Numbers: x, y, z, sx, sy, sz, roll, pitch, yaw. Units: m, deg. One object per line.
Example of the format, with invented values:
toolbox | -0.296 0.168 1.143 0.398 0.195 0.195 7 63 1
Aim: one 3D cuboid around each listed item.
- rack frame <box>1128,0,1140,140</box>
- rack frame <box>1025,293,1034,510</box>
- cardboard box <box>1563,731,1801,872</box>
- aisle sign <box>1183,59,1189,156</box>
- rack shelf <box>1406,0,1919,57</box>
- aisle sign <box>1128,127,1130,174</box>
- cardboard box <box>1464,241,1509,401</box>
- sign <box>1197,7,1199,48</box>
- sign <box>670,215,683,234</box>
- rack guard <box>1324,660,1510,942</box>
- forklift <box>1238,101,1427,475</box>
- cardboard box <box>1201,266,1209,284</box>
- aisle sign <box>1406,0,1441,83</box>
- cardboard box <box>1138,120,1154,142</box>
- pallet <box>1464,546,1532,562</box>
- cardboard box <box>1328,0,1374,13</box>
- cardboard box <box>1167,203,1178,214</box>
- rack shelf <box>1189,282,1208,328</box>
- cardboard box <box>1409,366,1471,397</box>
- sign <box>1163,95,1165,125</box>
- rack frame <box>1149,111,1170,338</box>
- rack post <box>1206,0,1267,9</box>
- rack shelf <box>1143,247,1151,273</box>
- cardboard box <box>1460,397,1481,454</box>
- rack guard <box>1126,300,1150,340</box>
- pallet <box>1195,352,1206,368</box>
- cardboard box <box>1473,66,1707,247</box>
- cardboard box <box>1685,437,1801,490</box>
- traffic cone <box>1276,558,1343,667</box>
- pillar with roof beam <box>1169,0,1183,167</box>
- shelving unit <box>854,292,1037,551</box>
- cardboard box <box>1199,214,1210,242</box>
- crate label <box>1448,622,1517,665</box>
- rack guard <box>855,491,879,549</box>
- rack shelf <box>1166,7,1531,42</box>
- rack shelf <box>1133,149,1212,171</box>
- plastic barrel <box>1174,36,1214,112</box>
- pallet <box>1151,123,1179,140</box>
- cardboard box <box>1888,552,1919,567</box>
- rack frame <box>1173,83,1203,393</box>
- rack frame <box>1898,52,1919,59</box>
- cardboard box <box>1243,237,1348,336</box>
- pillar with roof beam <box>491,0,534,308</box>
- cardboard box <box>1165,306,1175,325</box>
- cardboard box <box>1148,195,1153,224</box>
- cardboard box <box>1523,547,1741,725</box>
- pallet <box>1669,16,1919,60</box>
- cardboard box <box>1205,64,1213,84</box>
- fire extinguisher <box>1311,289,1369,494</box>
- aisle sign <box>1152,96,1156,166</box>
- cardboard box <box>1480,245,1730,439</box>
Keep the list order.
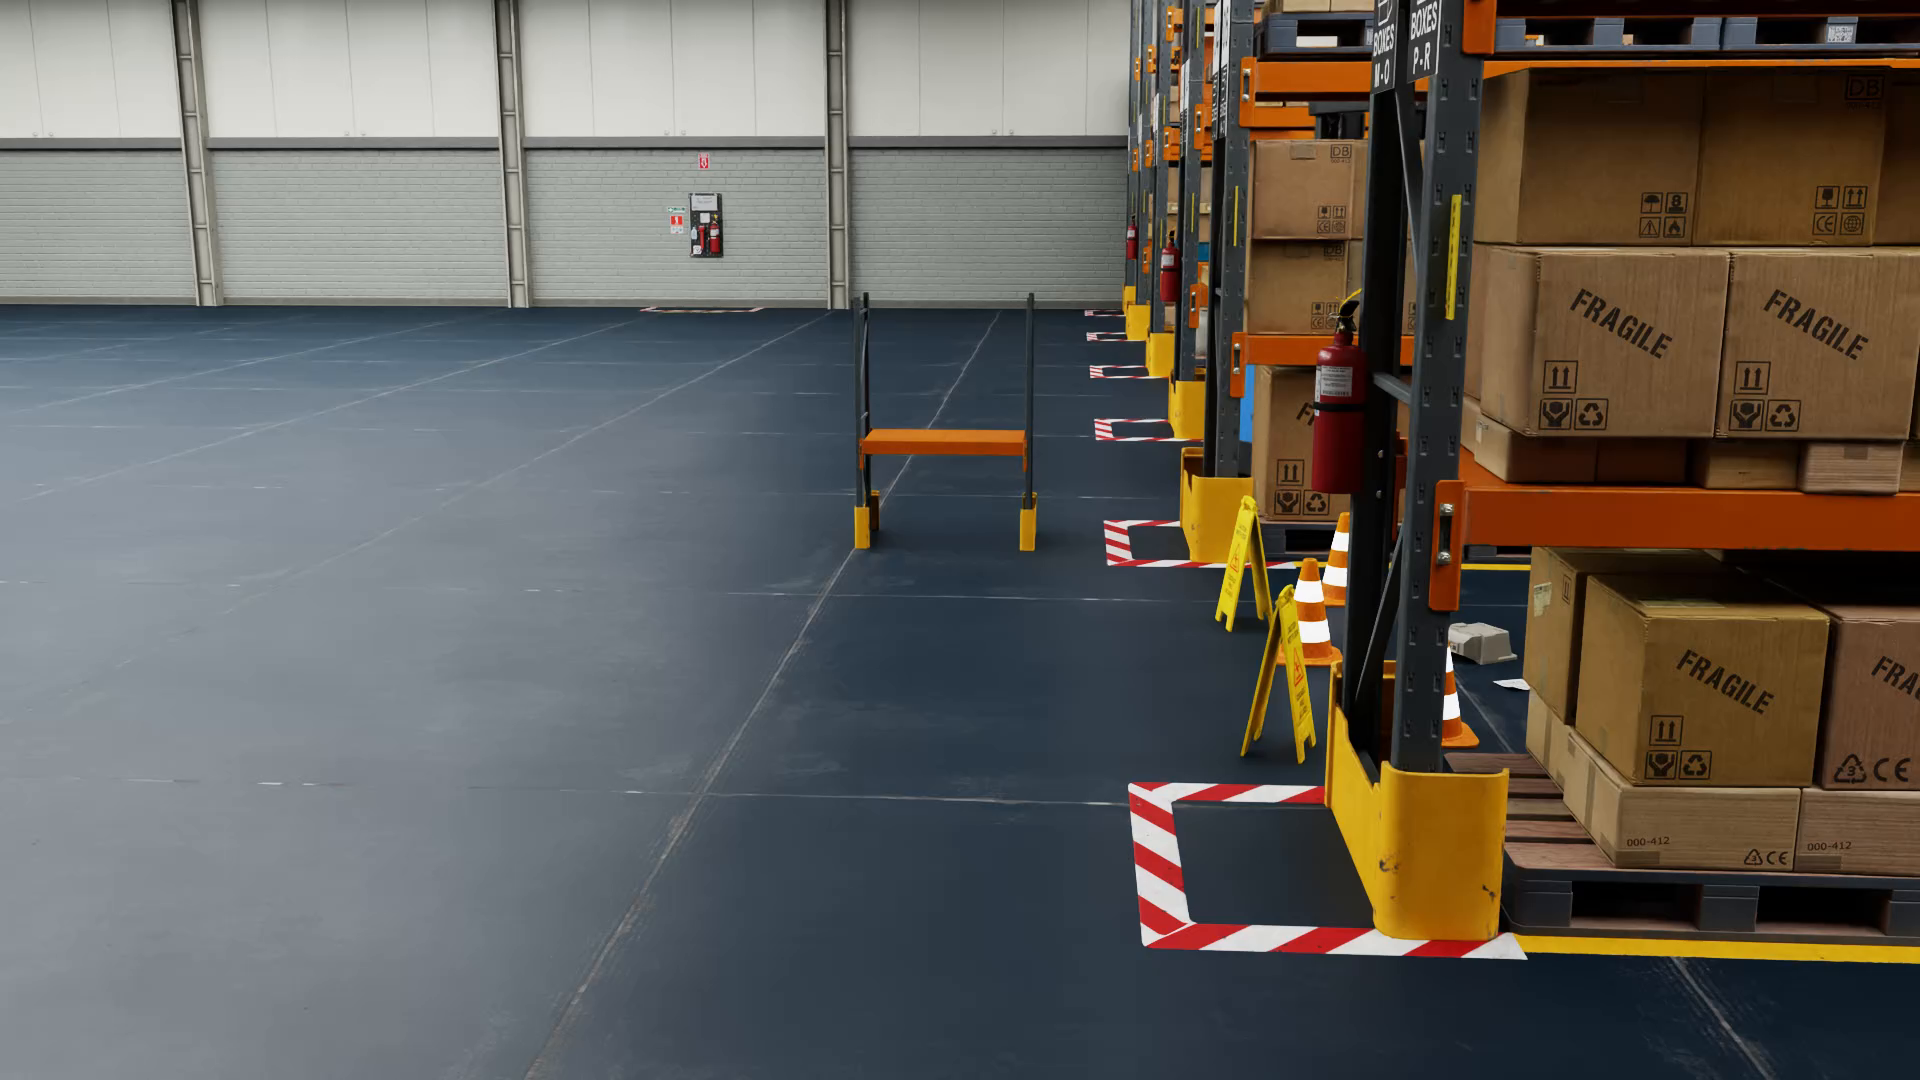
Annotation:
rack frame | 3.001 -8.436 28.617 0.127 3.000 1.000 1 12 4
rack frame | 0.422 -0.728 10.087 0.032 1.500 0.500 1 12 4
cardboard box | 2.133 0.769 4.956 0.500 0.250 0.500 1 12 3
aisle sign | 1.927 -3.676 14.164 0.004 0.787 0.394 1 12 4
rack shelf | 3.342 -1.528 4.676 4.000 0.370 1.077 1 12 4
aisle sign | 2.910 -6.711 28.677 0.004 0.787 0.394 1 12 4
cardboard box | 1.906 -0.682 5.234 0.500 0.500 0.500 1 12 3
sign | 1.972 -4.249 13.793 0.005 0.325 0.100 1 12 4
sign | -5.237 -5.836 30.755 0.234 0.329 0.001 1 12 4
rack guard | 1.422 0.786 5.292 0.348 0.500 1.175 1 12 4
forklift | 3.466 -1.983 12.587 3.031 2.935 1.130 -6 13 -25
cardboard box | 2.307 -2.379 14.928 0.250 0.149 0.380 1 12 4
aisle sign | 1.264 -1.649 4.476 0.004 0.787 0.394 1 12 4
cardboard box | 3.318 -6.971 28.646 0.500 0.500 0.500 1 12 5
pallet | 3.593 -0.075 10.109 1.213 0.211 1.003 1 12 4
cardboard box | 2.151 -2.978 9.195 0.250 0.149 0.380 1 12 4
cardboard box | 3.051 -4.804 24.081 0.250 0.149 0.380 1 12 3
rack shelf | 4.004 -2.084 14.662 4.000 0.370 1.077 1 12 4
cardboard box | 3.135 -0.610 10.021 0.875 0.875 0.875 1 12 3
sign | 2.298 -4.836 18.711 0.005 0.325 0.100 1 12 4
rack frame | 2.339 -3.475 19.556 0.127 3.000 1.000 1 12 4
rack post | 3.085 -6.131 18.819 0.954 0.300 0.937 2 12 10
rack shelf | 4.670 -4.108 24.336 4.000 0.370 1.077 1 12 4
cardboard box | 1.734 -0.355 5.251 0.250 0.149 0.380 1 12 6
rack guard | 2.650 -3.264 24.651 0.348 0.500 1.175 1 12 4
pallet | 3.229 -2.107 19.824 1.213 0.211 1.003 1 12 4
cardboard box | 1.871 -1.161 5.077 0.500 0.500 0.700 0 12 2
cardboard box | 2.183 -0.248 4.743 0.250 0.149 0.380 0 12 2
traffic cone | 1.596 0.314 7.638 0.334 0.463 0.336 1 12 4
pillar with roof beam | 3.470 -7.723 25.212 0.400 9.000 9.100 1 12 4
shelving unit | -0.076 -0.735 10.119 1.083 1.500 0.587 1 12 4
cardboard box | 3.663 -4.521 24.311 0.500 0.500 0.700 1 12 5
crate label | 2.385 0.471 7.681 0.298 0.136 0.250 -6 13 -26
rack guard | -0.573 -0.130 10.280 0.087 0.250 0.587 1 12 4
rack shelf | 4.335 -5.837 18.926 4.000 0.370 1.077 1 12 4
rack shelf | 4.997 -6.588 28.867 4.000 0.370 1.077 1 12 4
plastic barrel | 2.833 -5.379 19.254 0.708 0.830 0.600 1 12 4
pallet | 3.378 -5.897 24.024 1.213 0.211 1.003 1 12 4
cardboard box | 3.047 -0.026 5.341 0.250 0.149 0.380 1 12 6
rack frame | 2.008 -2.464 14.719 0.127 3.000 1.000 1 12 4
rack frame | 5.567 -1.397 9.620 0.127 3.000 1.000 1 12 4
cardboard box | 1.949 -1.529 9.886 0.550 0.550 0.875 1 12 4
pillar with roof beam | -8.503 -7.888 25.997 0.400 9.000 9.100 1 12 4
cardboard box | 3.194 -3.294 24.380 0.500 0.250 0.500 1 12 4
cardboard box | 3.458 -5.735 28.843 0.500 0.500 0.500 1 12 4
cardboard box | 2.163 0.292 5.405 0.500 0.500 0.500 1 12 4
pallet | 4.752 -2.835 9.386 1.213 0.211 1.003 1 12 4
cardboard box | 2.306 -4.113 14.673 0.250 0.149 0.380 1 12 4
fire extinguisher | 1.263 -0.497 5.506 0.183 0.674 0.296 1 12 4
aisle sign | 2.287 -4.809 19.585 0.004 0.787 0.394 1 12 4
cardboard box | 1.800 -0.570 4.698 0.500 0.500 0.500 1 12 3
